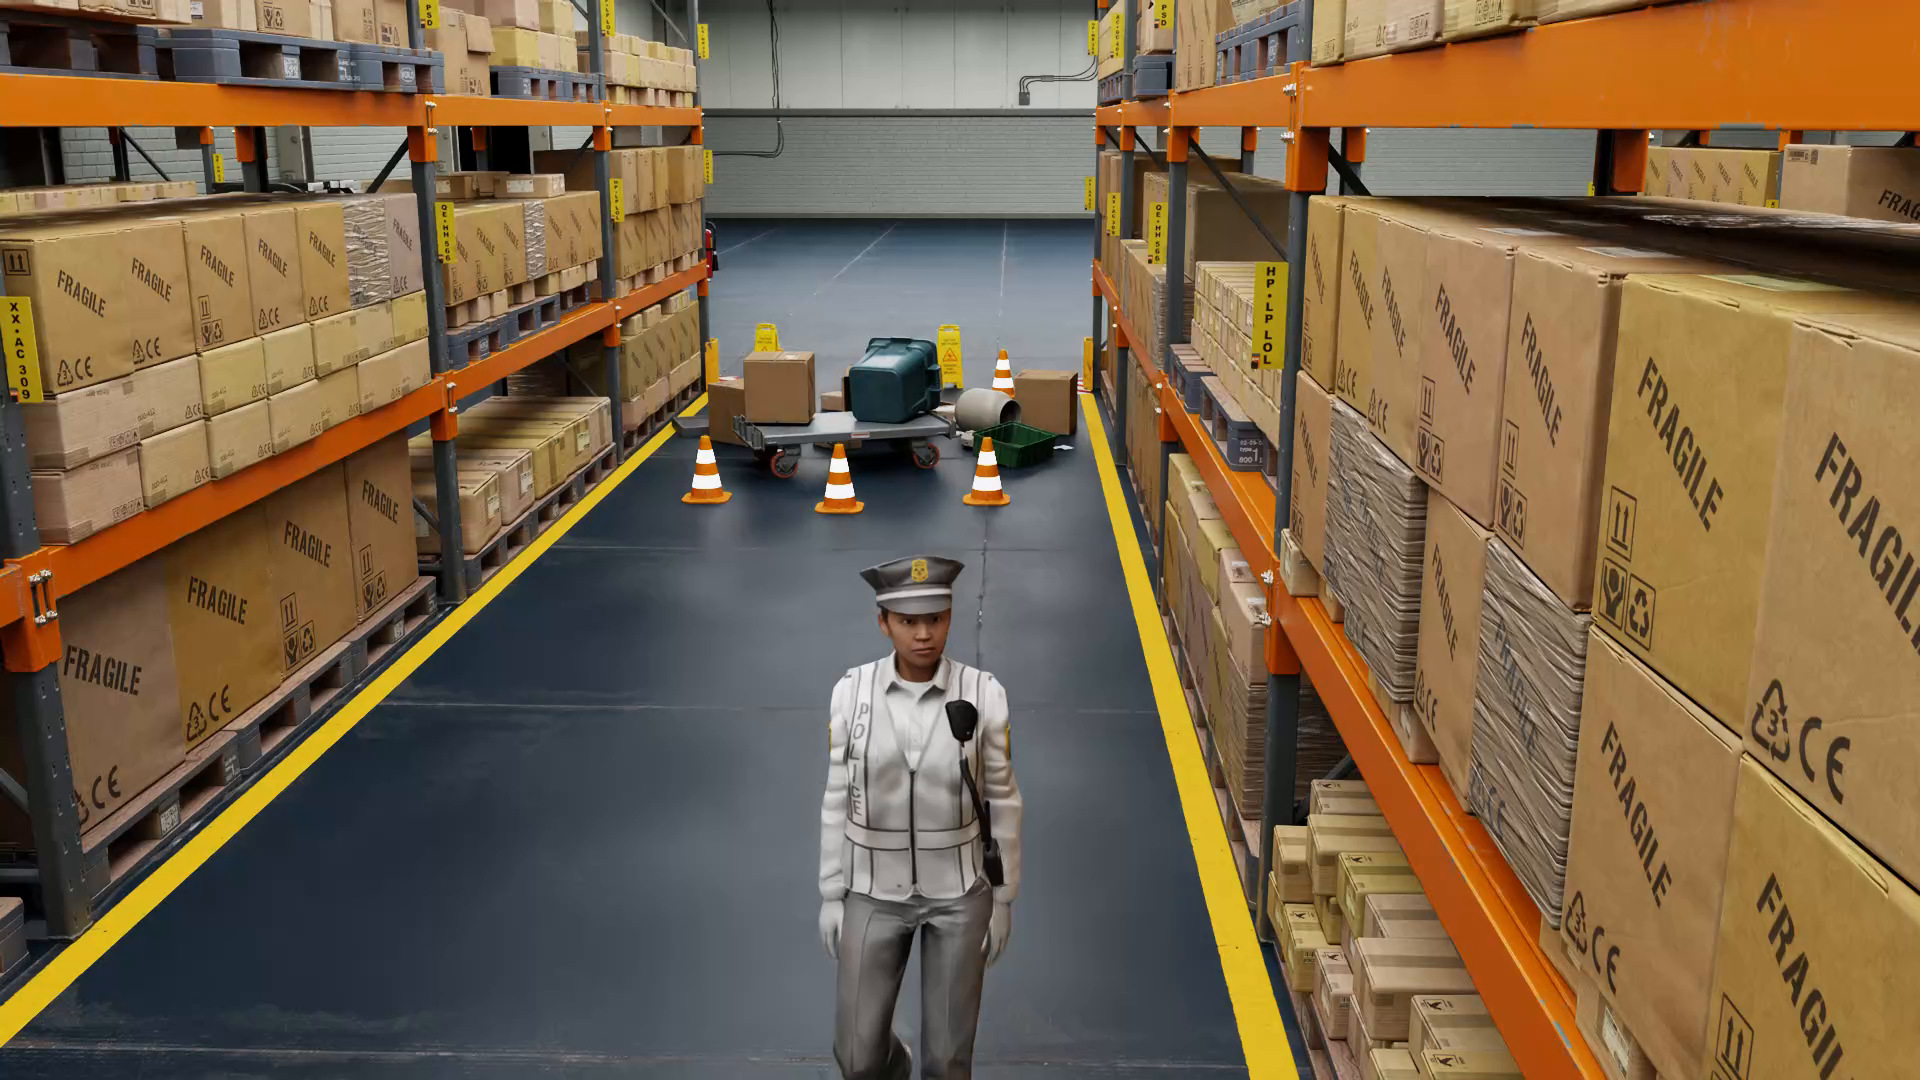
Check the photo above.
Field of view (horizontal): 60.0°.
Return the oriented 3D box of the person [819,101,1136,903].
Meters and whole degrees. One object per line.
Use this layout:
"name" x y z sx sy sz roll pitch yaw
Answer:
"person" -1.306 -0.918 6.268 5.278 2.350 21.920 1 14 2
